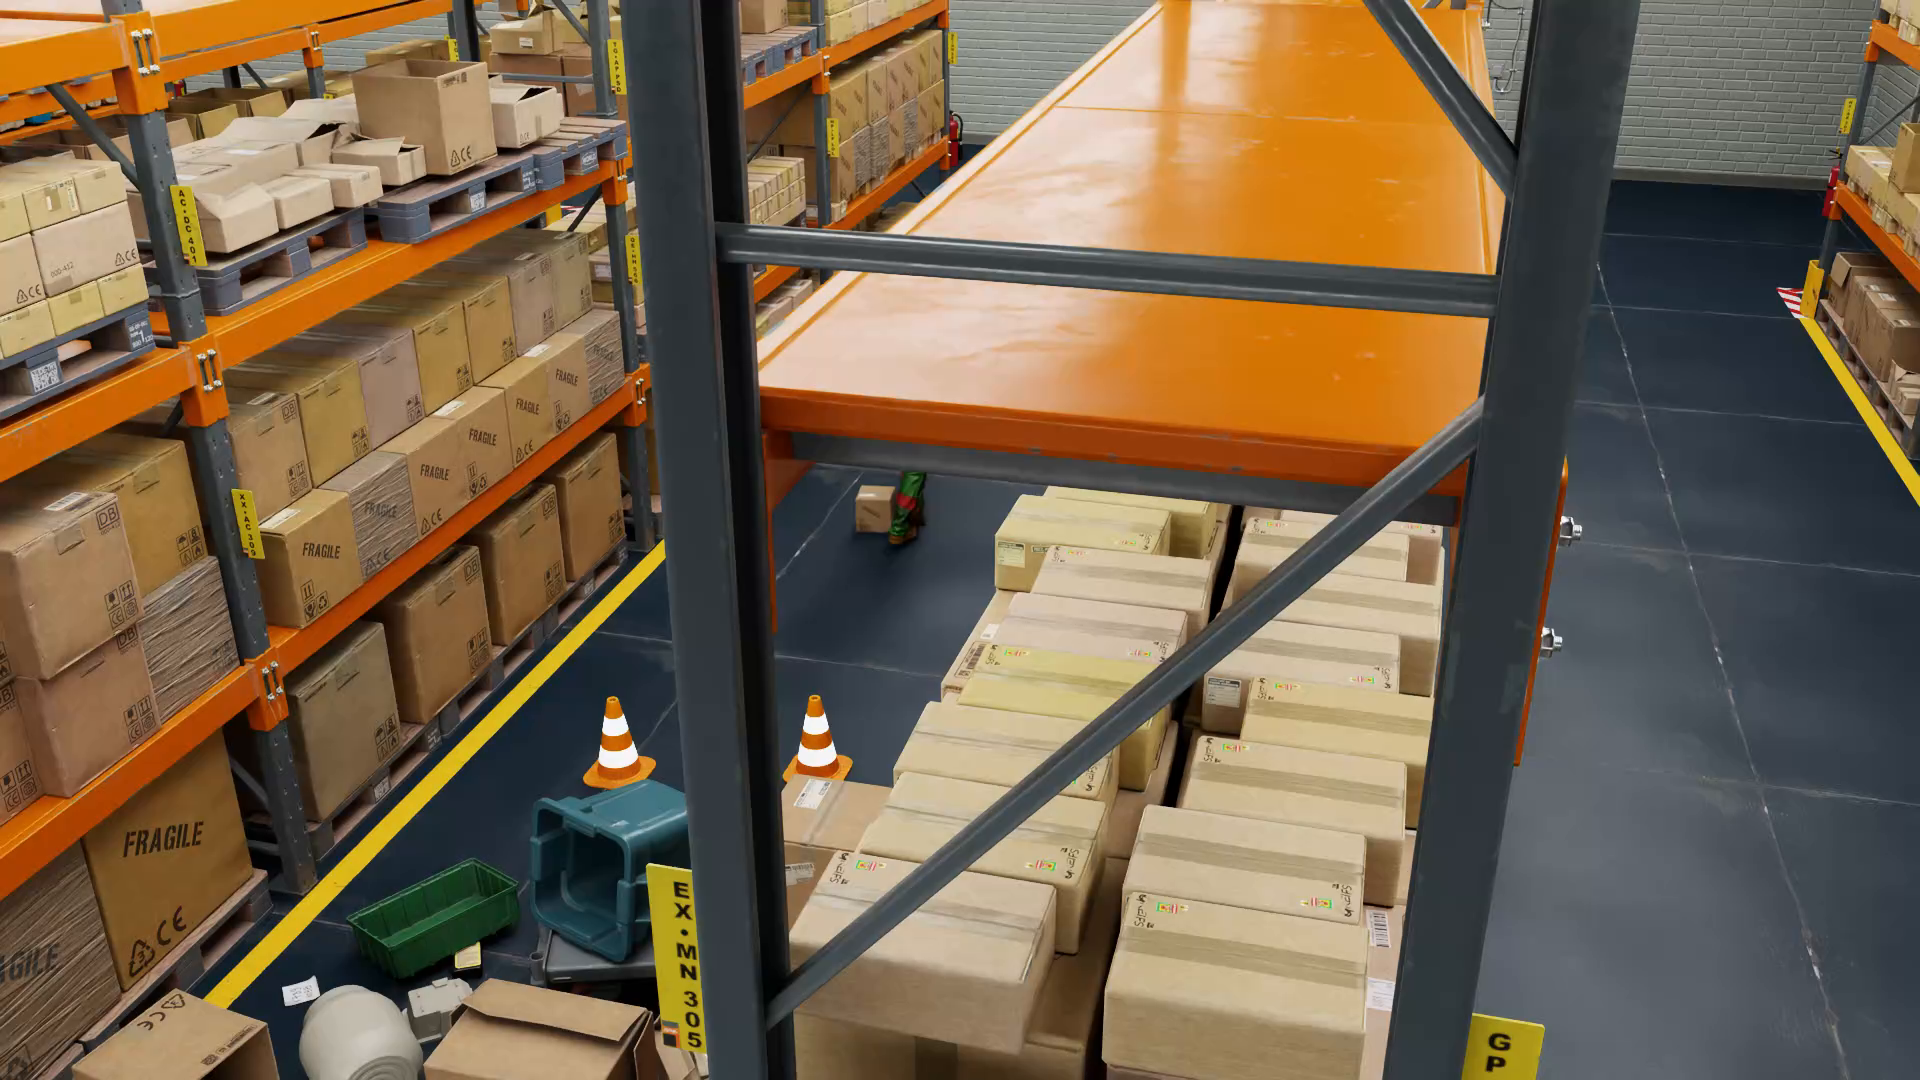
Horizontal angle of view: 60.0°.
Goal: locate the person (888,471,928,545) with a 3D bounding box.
[{"bbox_3d":[-0.332,-0.734,11.580,0.638,1.574,0.618,13,28,26],"label":"person"}]
